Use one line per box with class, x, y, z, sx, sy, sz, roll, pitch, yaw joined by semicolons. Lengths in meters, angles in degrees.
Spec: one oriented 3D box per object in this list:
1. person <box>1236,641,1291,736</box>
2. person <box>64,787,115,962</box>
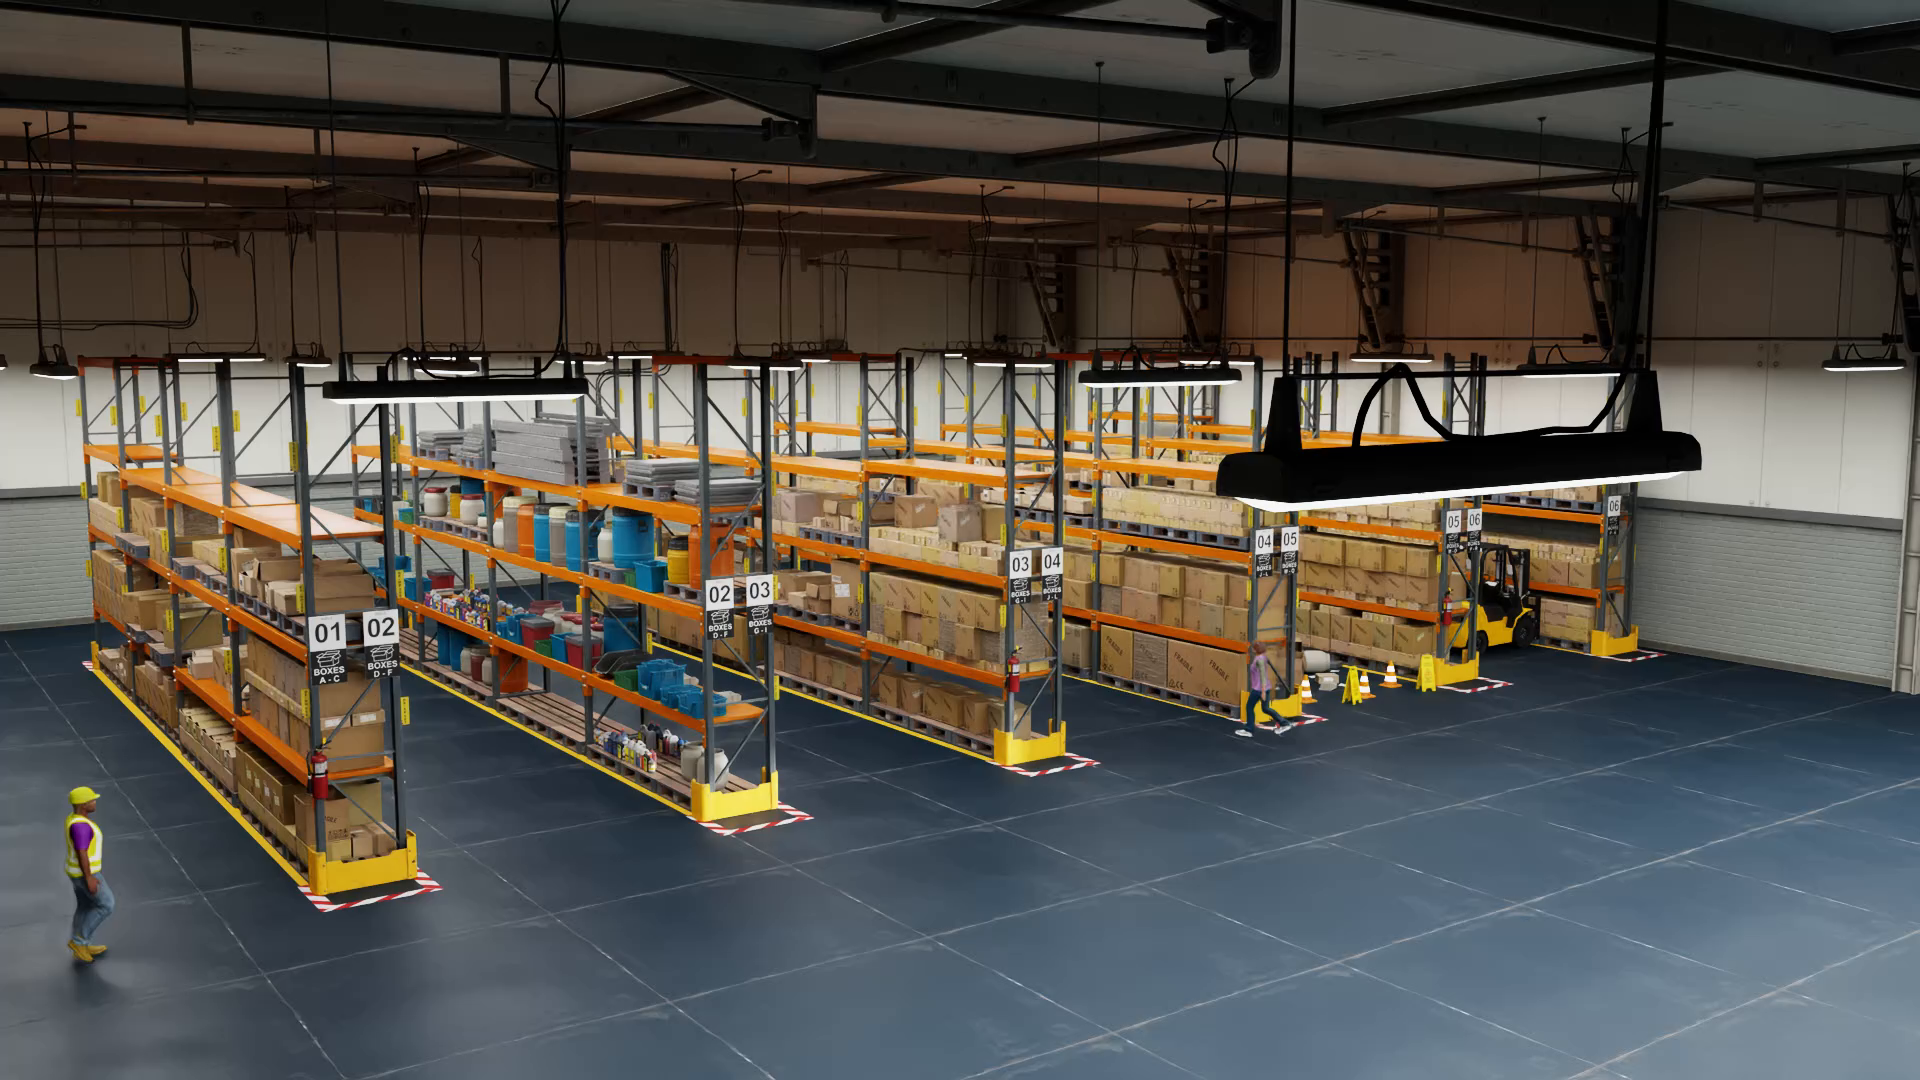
person;4.829;2.359;26.379;0.869;1.553;0.419;3;8;26
person;-8.912;3.390;16.967;0.448;1.767;0.608;-5;8;-33
